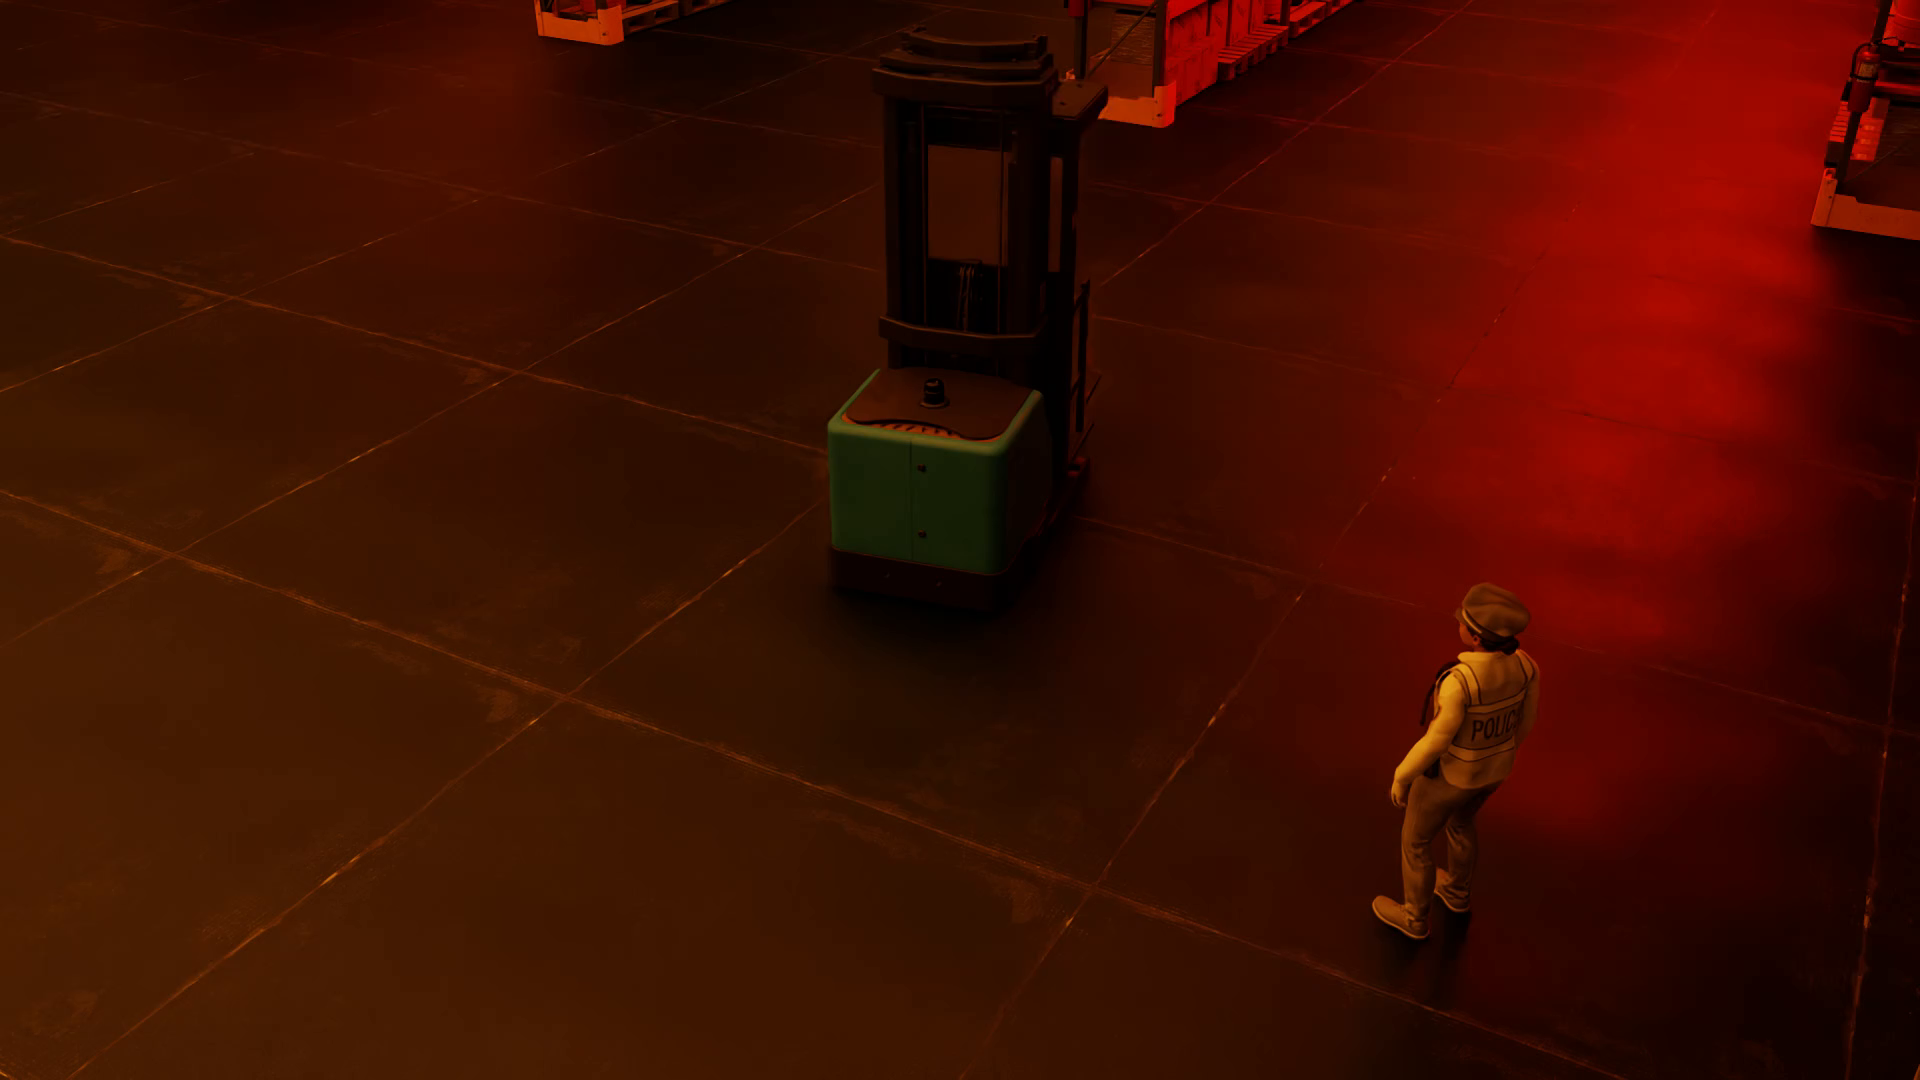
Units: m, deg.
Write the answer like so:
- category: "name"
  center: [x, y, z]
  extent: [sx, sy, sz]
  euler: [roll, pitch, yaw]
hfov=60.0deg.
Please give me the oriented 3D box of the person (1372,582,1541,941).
- category: "person"
  center: [1.999, 0.903, 6.756]
  extent: [0.617, 1.685, 0.416]
  euler: [-15, 33, -25]

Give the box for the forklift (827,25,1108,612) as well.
- category: "forklift"
  center: [0.200, -1.596, 9.835]
  extent: [1.130, 2.935, 3.031]
  euler: [9, 31, 15]
